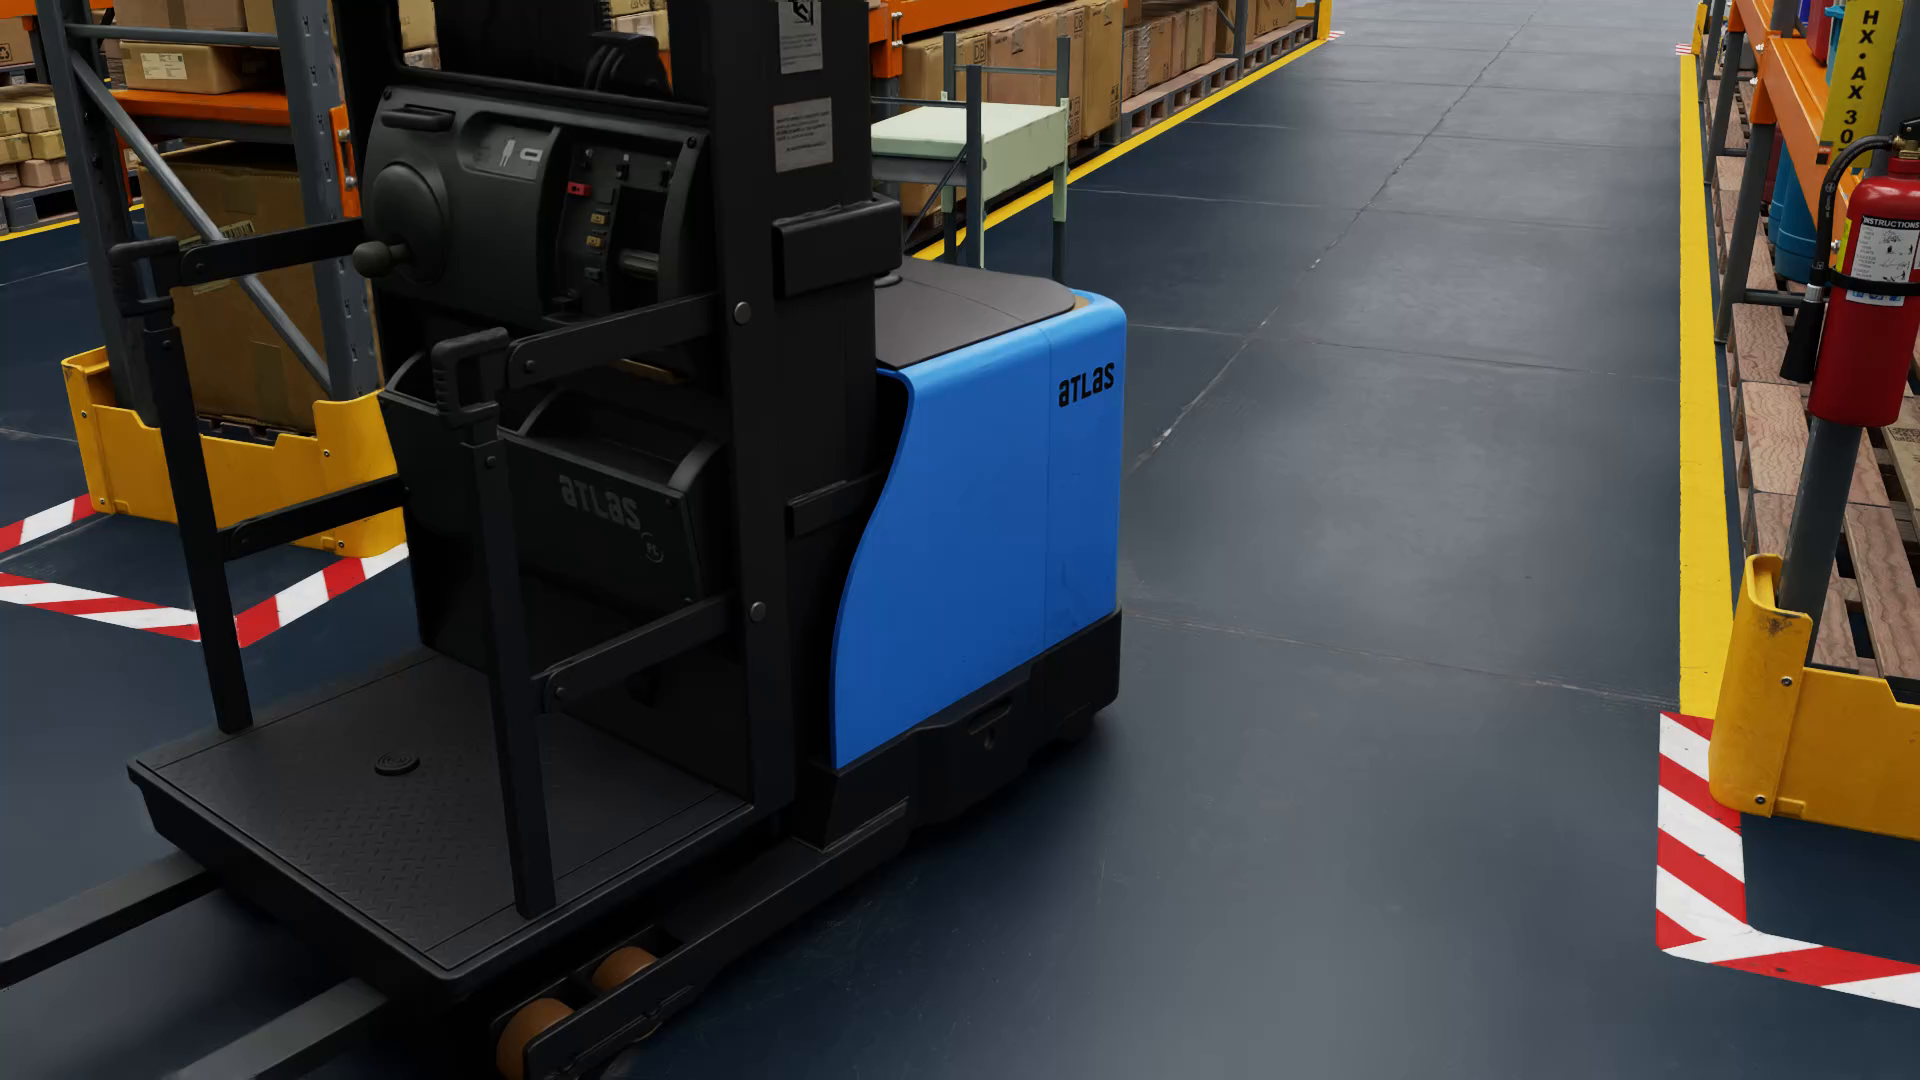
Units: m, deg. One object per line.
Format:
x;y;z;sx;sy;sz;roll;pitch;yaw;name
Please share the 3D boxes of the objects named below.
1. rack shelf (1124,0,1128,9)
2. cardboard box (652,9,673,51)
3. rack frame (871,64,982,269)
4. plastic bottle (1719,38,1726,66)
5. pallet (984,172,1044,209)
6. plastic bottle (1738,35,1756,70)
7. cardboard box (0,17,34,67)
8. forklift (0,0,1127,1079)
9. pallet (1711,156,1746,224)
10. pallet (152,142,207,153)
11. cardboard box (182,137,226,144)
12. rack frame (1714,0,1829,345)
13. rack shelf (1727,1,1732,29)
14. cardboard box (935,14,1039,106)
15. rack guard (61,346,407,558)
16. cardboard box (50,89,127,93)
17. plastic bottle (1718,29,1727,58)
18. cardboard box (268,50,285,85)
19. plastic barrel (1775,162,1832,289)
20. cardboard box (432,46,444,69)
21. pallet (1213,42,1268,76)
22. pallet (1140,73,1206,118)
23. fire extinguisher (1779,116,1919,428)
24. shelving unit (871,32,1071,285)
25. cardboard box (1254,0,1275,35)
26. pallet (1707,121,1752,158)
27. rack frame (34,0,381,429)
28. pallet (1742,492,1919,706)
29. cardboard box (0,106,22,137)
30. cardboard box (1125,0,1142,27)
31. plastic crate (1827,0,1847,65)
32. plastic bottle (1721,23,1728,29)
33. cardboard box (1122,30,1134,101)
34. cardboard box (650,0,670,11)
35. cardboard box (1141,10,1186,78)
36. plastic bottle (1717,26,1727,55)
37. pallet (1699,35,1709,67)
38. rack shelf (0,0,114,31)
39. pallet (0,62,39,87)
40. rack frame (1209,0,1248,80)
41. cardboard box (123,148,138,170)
1.432;-4.720;13.591;1.077;0.370;4.000;9;24;20;rack shelf
-1.274;-1.988;6.443;0.380;0.149;0.250;8;24;19;cardboard box
-0.133;-0.563;4.653;0.400;1.500;0.023;9;24;20;rack frame
6.746;-4.311;14.545;0.144;0.351;0.185;8;24;19;plastic bottle
-0.128;-2.343;10.586;1.003;0.211;1.213;9;24;20;pallet
6.879;-4.290;14.495;0.144;0.351;0.185;9;24;20;plastic bottle
-8.845;-4.733;14.901;0.875;0.875;0.875;9;24;20;cardboard box
-0.930;-0.594;2.870;1.130;2.935;3.031;18;28;36;forklift
5.034;-2.052;9.889;1.003;0.211;1.213;9;24;20;pallet
-5.076;-2.643;11.304;1.003;0.211;1.213;9;24;20;pallet
-4.843;-2.918;11.042;0.500;0.500;0.500;10;25;22;cardboard box
3.802;-2.196;6.615;1.000;3.000;0.127;9;24;20;rack frame
6.031;-4.011;11.894;1.077;0.370;4.000;9;24;20;rack shelf
-0.246;-2.670;9.962;1.225;0.875;0.875;8;24;18;cardboard box
-2.291;-0.311;5.347;1.175;0.500;0.348;9;24;20;rack guard
-5.254;-2.639;10.059;0.380;0.149;0.250;9;24;22;cardboard box
6.937;-4.495;14.986;0.144;0.351;0.185;9;24;20;plastic bottle
-2.360;-1.625;5.575;0.380;0.149;0.250;9;24;21;cardboard box
4.020;-1.613;7.399;0.600;0.901;0.708;9;24;20;plastic barrel
-1.750;-1.529;5.345;0.380;0.149;0.250;8;24;19;cardboard box
2.392;-4.726;16.291;1.003;0.211;1.213;9;24;20;pallet
1.436;-3.764;13.987;1.003;0.211;1.213;9;24;20;pallet
1.839;-0.568;3.301;0.296;0.674;0.183;9;24;20;fire extinguisher
0.002;-0.694;4.967;0.431;1.500;0.755;9;24;20;shelving unit
2.973;-5.578;17.411;0.500;0.500;0.500;11;25;25;cardboard box
5.612;-2.612;11.230;1.003;0.211;1.213;9;24;20;pallet
-2.282;-1.473;4.886;1.000;3.000;0.127;9;24;20;rack frame
2.659;0.233;4.419;1.003;0.211;1.213;9;24;20;pallet
-5.567;-2.370;9.415;0.380;0.149;0.250;10;25;22;cardboard box
1.098;-4.167;13.034;0.500;0.250;0.500;12;25;26;cardboard box
3.064;-1.649;5.381;0.437;0.282;0.530;9;24;20;plastic crate
7.170;-4.707;15.596;0.097;0.271;0.097;0;23;0;plastic bottle
0.920;-3.628;12.717;0.700;0.500;0.500;7;24;17;cardboard box
-1.287;-2.228;6.501;0.500;0.250;0.500;8;24;19;cardboard box
1.525;-4.232;14.163;0.700;0.500;0.500;7;24;15;cardboard box
7.057;-4.599;15.337;0.097;0.271;0.097;0;23;0;plastic bottle
7.968;-4.879;16.657;1.003;0.211;1.213;9;24;20;pallet
-6.107;-2.603;8.524;1.077;0.370;4.000;9;24;20;rack shelf
-8.874;-4.197;15.024;1.003;0.211;1.213;9;24;20;pallet
2.175;-5.768;15.166;1.000;3.000;0.127;9;24;20;rack frame
-5.193;-2.340;10.115;0.380;0.149;0.250;9;24;21;cardboard box
